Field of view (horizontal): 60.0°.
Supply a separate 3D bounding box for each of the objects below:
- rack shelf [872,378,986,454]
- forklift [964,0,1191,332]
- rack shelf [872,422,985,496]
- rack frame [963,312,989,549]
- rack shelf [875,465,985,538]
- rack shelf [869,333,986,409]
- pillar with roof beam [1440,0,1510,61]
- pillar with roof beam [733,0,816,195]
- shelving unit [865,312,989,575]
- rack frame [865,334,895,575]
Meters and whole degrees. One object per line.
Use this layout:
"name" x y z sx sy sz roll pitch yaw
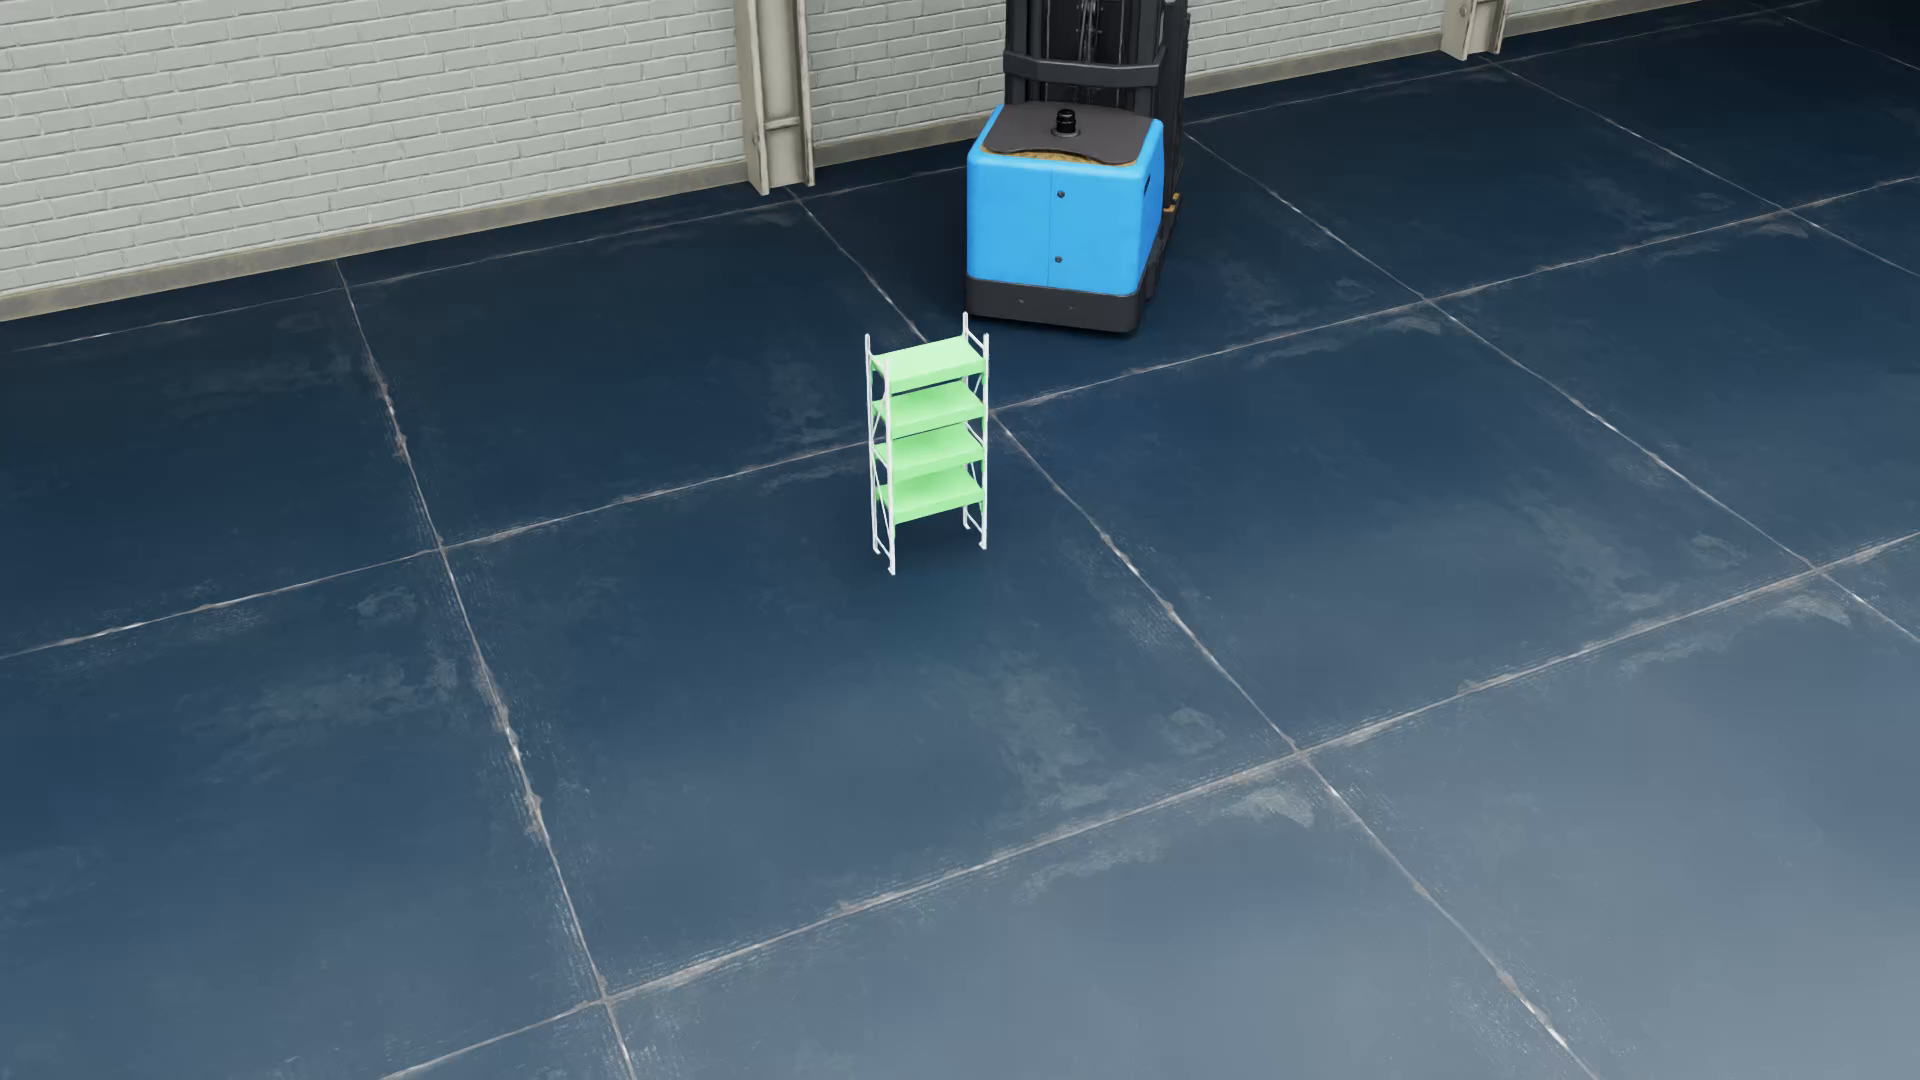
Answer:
"rack shelf" -0.150 -0.581 7.731 0.480 0.148 0.258 -16 39 -20
"forklift" 0.876 -3.276 10.207 1.130 2.935 3.031 8 37 11
"rack shelf" -0.150 -0.389 7.874 0.480 0.148 0.258 -16 39 -20
"rack frame" 0.071 -0.502 7.919 0.015 1.200 0.240 -16 39 -20
"rack shelf" -0.150 -0.196 8.017 0.480 0.148 0.258 -16 39 -20
"rack shelf" -0.150 -0.774 7.588 0.480 0.148 0.258 -16 39 -20
"pillar with roof beam" 6.012 -5.315 7.862 0.400 9.000 9.100 -16 39 -20
"pillar with roof beam" 0.580 -3.796 5.815 0.400 9.000 9.100 -16 39 -20
"shelving unit" -0.150 -0.440 7.836 0.503 1.200 0.258 -16 39 -20
"rack frame" -0.371 -0.378 7.753 0.015 1.200 0.240 -16 39 -20
